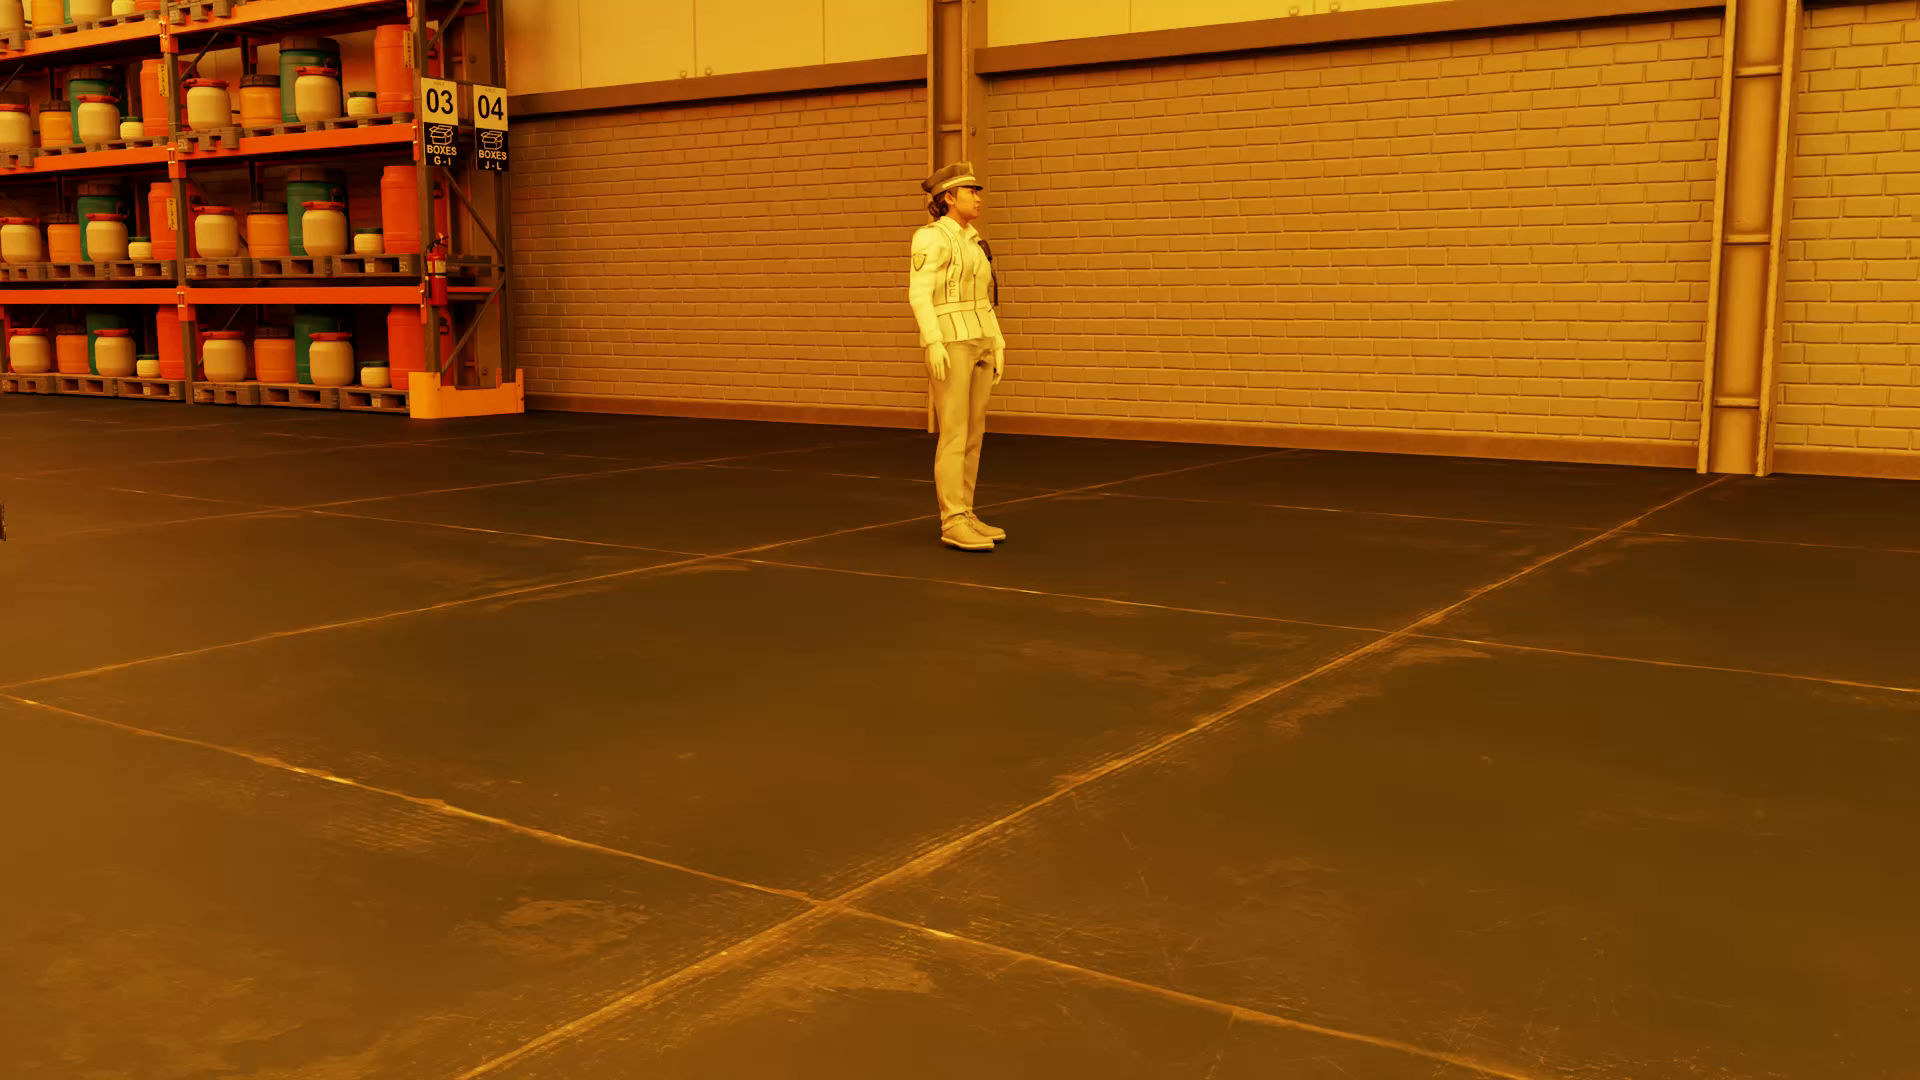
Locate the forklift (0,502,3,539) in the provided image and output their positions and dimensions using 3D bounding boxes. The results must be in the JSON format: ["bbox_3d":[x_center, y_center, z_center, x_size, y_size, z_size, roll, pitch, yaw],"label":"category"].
[{"bbox_3d":[-5.505,-1.284,6.222,3.031,2.935,1.130,-2,8,-12],"label":"forklift"}]

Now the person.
[{"bbox_3d":[0.053,-0.840,7.440,0.531,1.695,0.588,5,10,34],"label":"person"}]
